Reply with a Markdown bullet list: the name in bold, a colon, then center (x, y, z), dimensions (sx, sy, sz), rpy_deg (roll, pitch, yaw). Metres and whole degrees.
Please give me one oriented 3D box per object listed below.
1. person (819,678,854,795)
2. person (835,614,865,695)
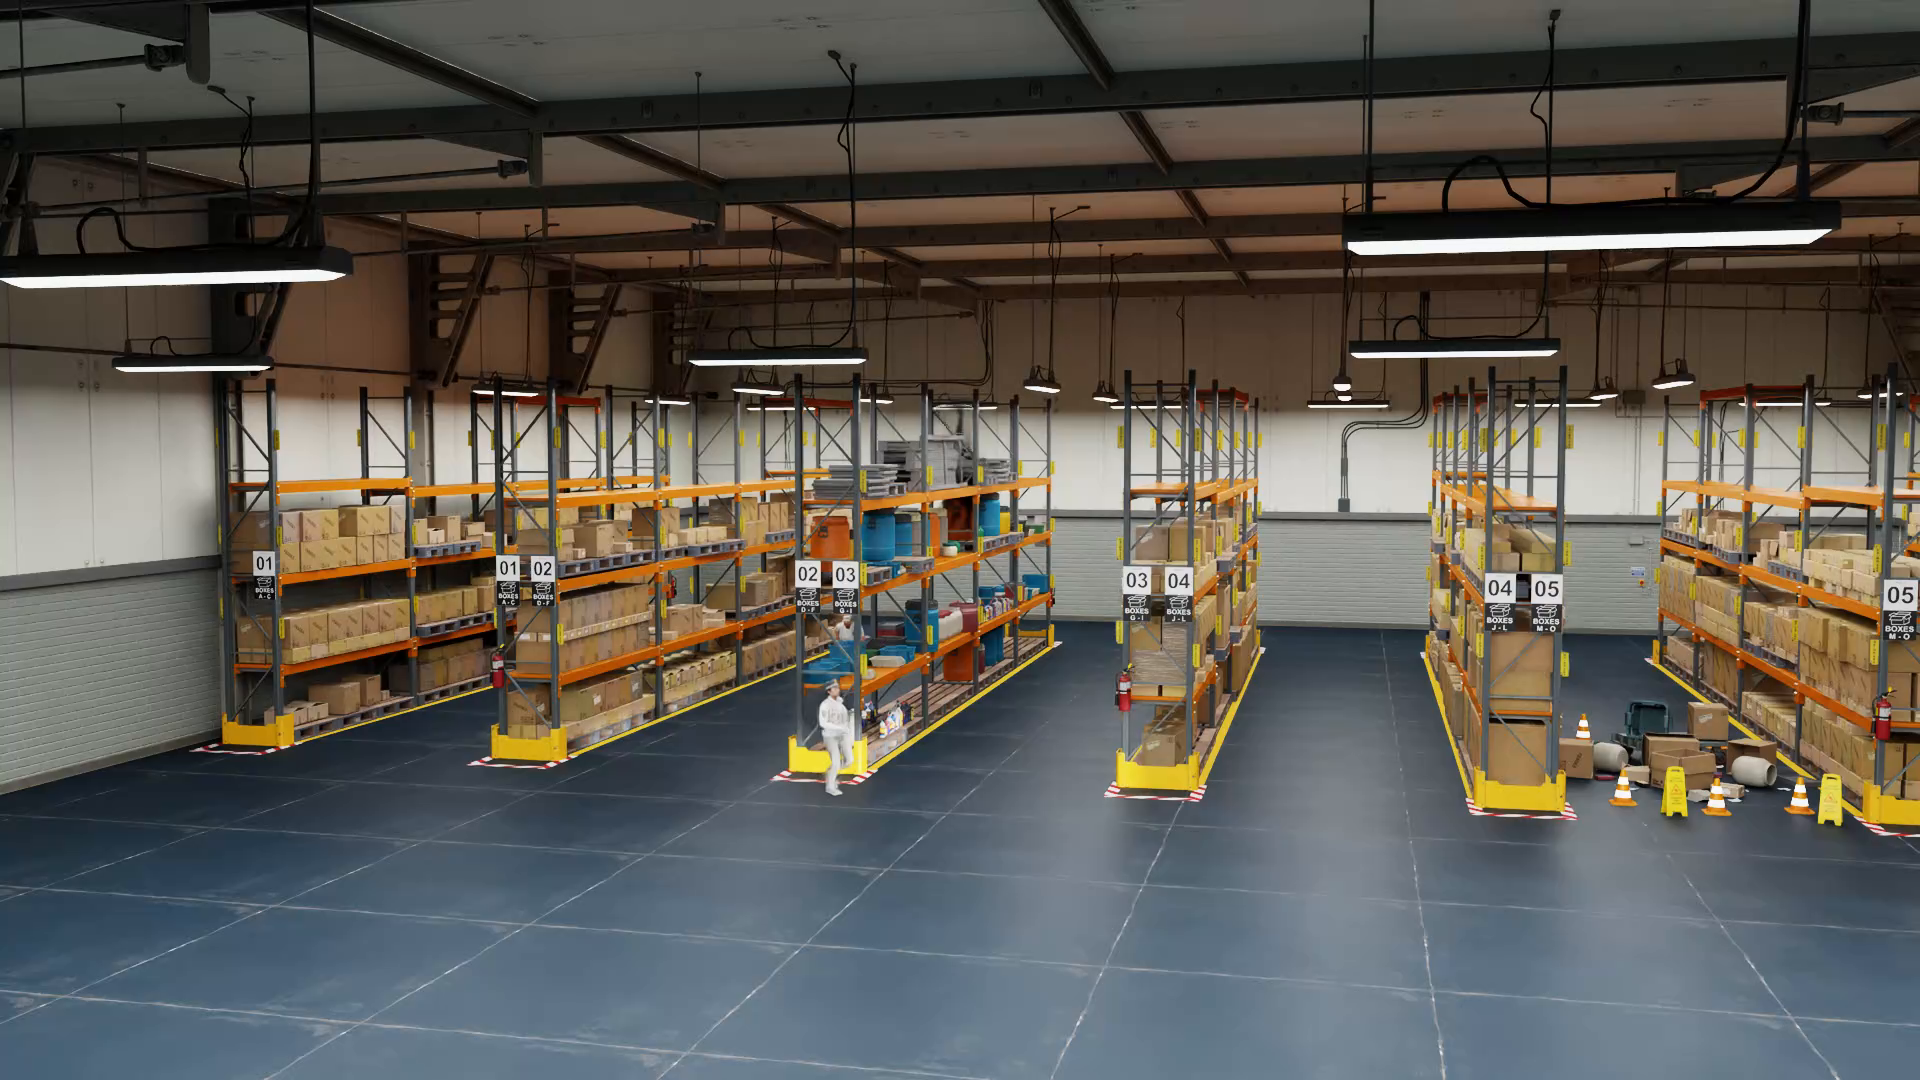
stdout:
- **person**: center (-1.742, 2.769, 23.409), dimensions (0.555, 1.658, 0.590), rpy_deg (3, 4, 40)
- **person**: center (-2.178, 2.249, 33.141), dimensions (0.628, 1.627, 1.032), rpy_deg (1, 4, 12)
